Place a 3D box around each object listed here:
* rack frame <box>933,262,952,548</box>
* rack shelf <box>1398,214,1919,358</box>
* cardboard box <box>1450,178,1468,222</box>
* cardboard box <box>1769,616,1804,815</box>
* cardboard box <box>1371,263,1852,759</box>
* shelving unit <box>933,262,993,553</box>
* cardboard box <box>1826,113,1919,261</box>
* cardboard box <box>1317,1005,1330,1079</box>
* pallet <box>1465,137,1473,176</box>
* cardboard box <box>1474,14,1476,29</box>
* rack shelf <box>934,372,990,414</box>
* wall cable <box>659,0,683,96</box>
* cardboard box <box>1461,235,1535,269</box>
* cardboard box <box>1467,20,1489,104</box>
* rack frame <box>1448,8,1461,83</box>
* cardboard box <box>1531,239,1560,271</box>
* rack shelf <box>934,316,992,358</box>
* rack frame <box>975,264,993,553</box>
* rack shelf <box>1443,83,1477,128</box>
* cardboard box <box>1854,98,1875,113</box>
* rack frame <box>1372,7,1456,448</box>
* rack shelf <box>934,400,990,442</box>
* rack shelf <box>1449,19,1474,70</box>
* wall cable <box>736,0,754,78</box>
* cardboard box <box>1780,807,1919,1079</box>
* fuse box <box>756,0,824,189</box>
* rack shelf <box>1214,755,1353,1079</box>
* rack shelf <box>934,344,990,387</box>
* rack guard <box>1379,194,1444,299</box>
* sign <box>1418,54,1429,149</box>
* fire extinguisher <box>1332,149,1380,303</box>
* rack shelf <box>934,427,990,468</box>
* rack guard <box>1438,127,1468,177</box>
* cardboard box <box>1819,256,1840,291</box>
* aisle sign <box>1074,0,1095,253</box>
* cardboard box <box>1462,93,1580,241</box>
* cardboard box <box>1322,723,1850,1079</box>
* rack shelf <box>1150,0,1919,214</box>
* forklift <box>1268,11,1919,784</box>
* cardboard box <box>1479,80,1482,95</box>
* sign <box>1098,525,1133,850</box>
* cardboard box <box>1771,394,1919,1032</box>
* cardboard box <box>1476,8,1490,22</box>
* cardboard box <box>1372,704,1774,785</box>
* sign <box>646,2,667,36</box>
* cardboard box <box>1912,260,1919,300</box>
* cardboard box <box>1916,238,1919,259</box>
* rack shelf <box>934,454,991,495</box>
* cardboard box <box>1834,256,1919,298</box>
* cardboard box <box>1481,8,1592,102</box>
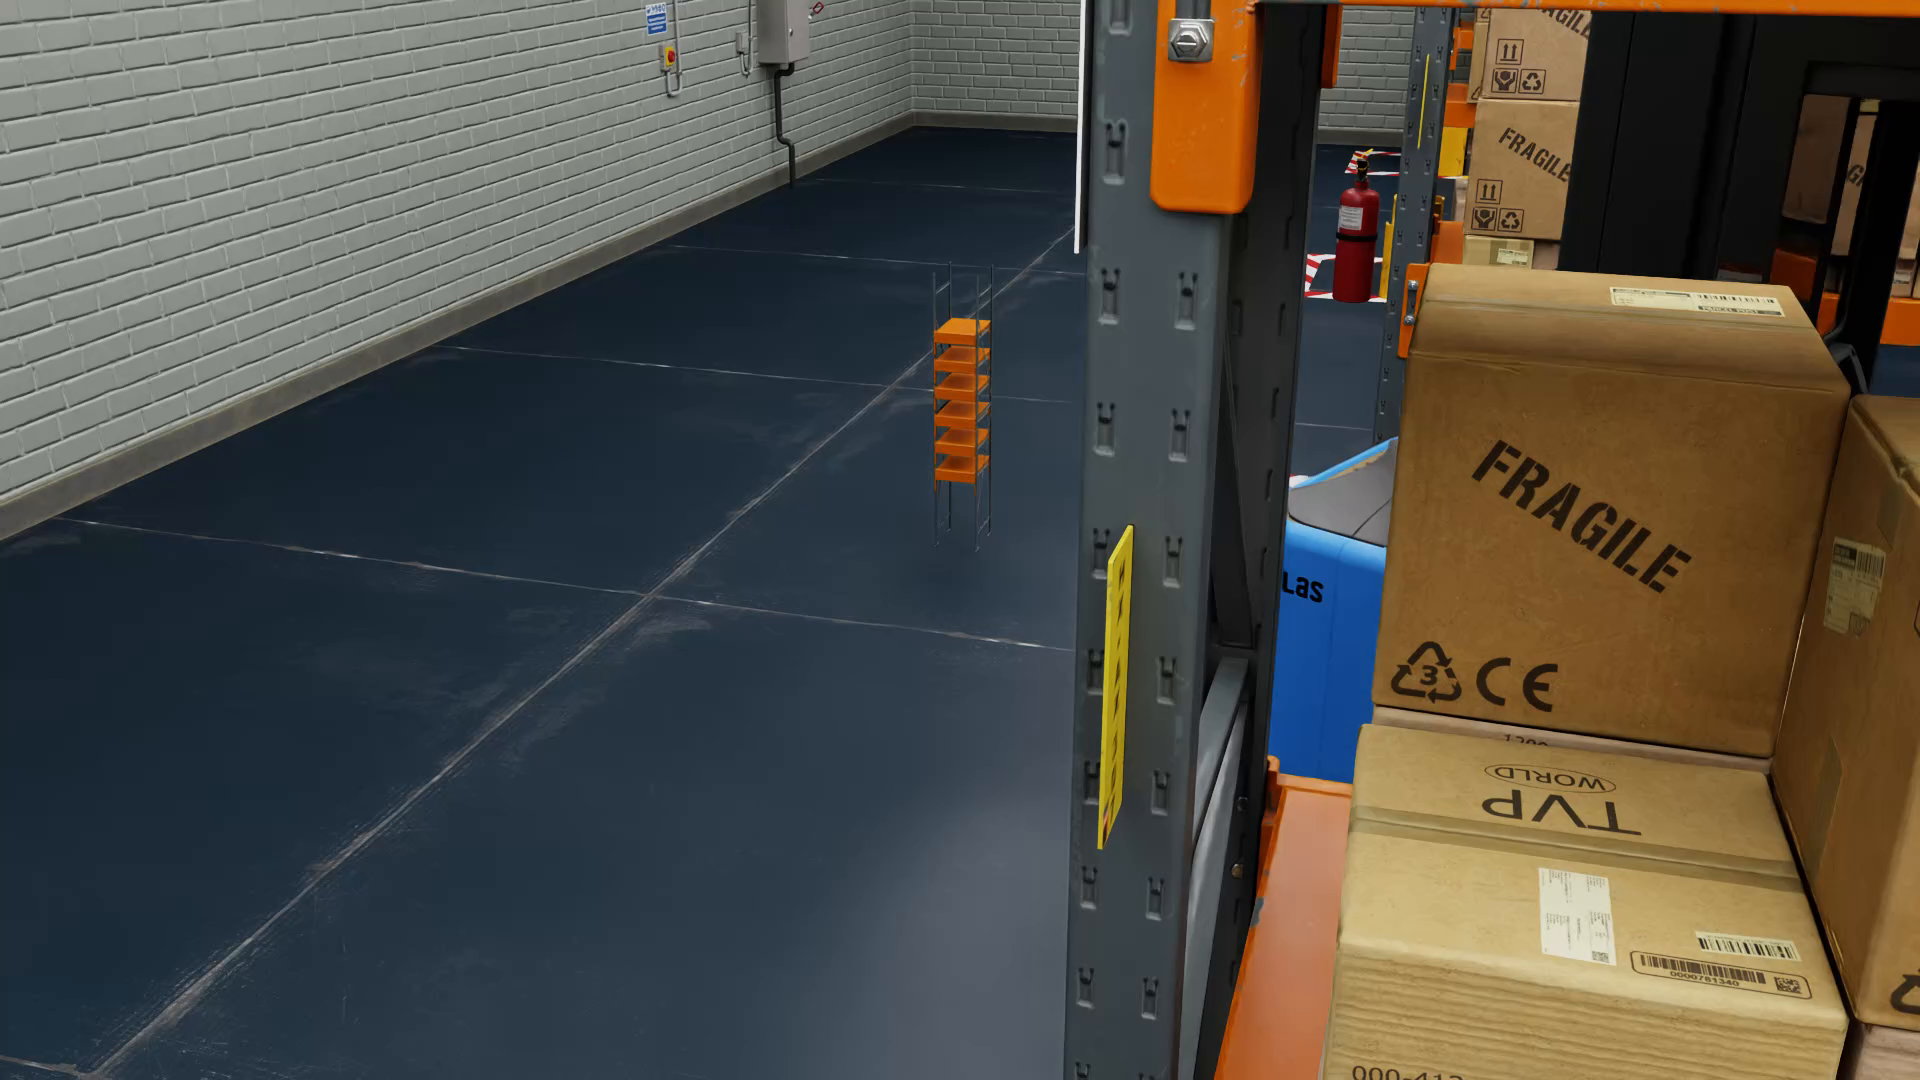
[{"bbox_3d":[-0.074,-0.564,7.063,0.006,1.200,0.240,7,23,16],"label":"rack frame"},{"bbox_3d":[3.769,-0.850,6.337,4.000,0.370,1.077,7,23,16],"label":"rack shelf"},{"bbox_3d":[3.848,-2.184,11.465,0.875,0.438,0.875,6,23,14],"label":"cardboard box"},{"bbox_3d":[1.351,0.333,2.310,0.500,0.250,0.500,6,23,15],"label":"cardboard box"},{"bbox_3d":[0.867,-0.068,2.301,0.500,0.500,0.500,7,23,16],"label":"cardboard box"},{"bbox_3d":[0.014,-0.554,7.038,0.189,1.200,0.258,7,23,16],"label":"shelving unit"},{"bbox_3d":[3.189,-1.328,6.032,0.500,0.500,0.500,7,23,16],"label":"cardboard box"},{"bbox_3d":[0.569,0.664,2.029,0.250,0.149,0.380,7,23,16],"label":"cardboard box"},{"bbox_3d":[5.454,-3.630,15.841,1.213,0.211,1.003,7,23,16],"label":"pallet"},{"bbox_3d":[4.853,-4.763,15.261,0.250,0.149,0.380,6,23,15],"label":"cardboard box"},{"bbox_3d":[0.014,-0.623,7.010,0.180,0.103,0.258,7,23,16],"label":"rack shelf"},{"bbox_3d":[-2.218,-4.306,12.434,0.123,1.953,0.585,7,23,16],"label":"wall cable"},{"bbox_3d":[2.070,-1.131,6.406,0.250,0.149,0.380,6,23,15],"label":"cardboard box"},{"bbox_3d":[3.564,-3.101,10.745,0.500,0.500,0.500,6,23,15],"label":"cardboard box"},{"bbox_3d":[4.618,-5.015,15.544,0.127,3.000,1.000,7,23,16],"label":"rack frame"},{"bbox_3d":[2.325,-1.118,6.374,0.250,0.149,0.380,7,23,17],"label":"cardboard box"},{"bbox_3d":[0.014,-0.845,6.919,0.180,0.103,0.258,7,23,16],"label":"rack shelf"},{"bbox_3d":[0.101,-0.543,7.014,0.006,1.200,0.240,7,23,16],"label":"rack frame"},{"bbox_3d":[5.102,-2.659,10.749,4.000,0.370,1.077,7,23,16],"label":"rack shelf"},{"bbox_3d":[3.184,-1.785,5.827,0.500,0.500,0.500,6,23,14],"label":"cardboard box"},{"bbox_3d":[1.854,-1.402,6.735,0.127,3.000,1.000,7,23,16],"label":"rack frame"},{"bbox_3d":[0.014,-0.512,7.055,0.180,0.103,0.258,7,23,16],"label":"rack shelf"},{"bbox_3d":[6.532,-4.463,15.146,4.000,0.370,1.077,7,23,16],"label":"rack shelf"},{"bbox_3d":[-1.819,-4.808,13.699,0.122,1.984,0.588,7,23,16],"label":"wall cable"},{"bbox_3d":[1.206,0.526,1.840,0.500,0.250,0.500,6,23,15],"label":"cardboard box"},{"bbox_3d":[-1.471,-3.972,14.699,0.414,1.711,0.539,7,23,16],"label":"fuse box"},{"bbox_3d":[2.240,0.941,1.971,4.000,0.370,1.077,7,23,16],"label":"rack shelf"},{"bbox_3d":[0.014,-0.734,6.964,0.180,0.103,0.258,7,23,16],"label":"rack shelf"},{"bbox_3d":[3.164,-2.058,11.627,0.348,0.500,1.175,7,23,16],"label":"rack guard"},{"bbox_3d":[1.698,-1.605,6.090,0.005,0.325,0.100,7,23,16],"label":"sign"},{"bbox_3d":[1.746,-1.389,7.297,0.183,0.674,0.296,7,23,16],"label":"fire extinguisher"},{"bbox_3d":[0.014,-0.401,7.101,0.180,0.103,0.258,7,23,16],"label":"rack shelf"},{"bbox_3d":[4.690,-3.850,15.998,0.348,0.500,1.175,7,23,16],"label":"rack guard"},{"bbox_3d":[3.108,-1.052,6.213,0.250,0.149,0.380,6,23,15],"label":"cardboard box"},{"bbox_3d":[0.169,-0.712,1.629,0.004,0.787,0.394,7,23,16],"label":"aisle sign"},{"bbox_3d":[2.204,-1.436,6.295,0.500,0.500,0.500,8,24,18],"label":"cardboard box"},{"bbox_3d":[0.706,0.472,1.973,0.500,0.250,0.500,6,23,14],"label":"cardboard box"},{"bbox_3d":[2.240,-0.447,1.402,4.000,0.370,1.077,7,23,16],"label":"rack shelf"},{"bbox_3d":[2.200,-0.205,3.908,3.031,2.935,1.130,19,29,38],"label":"forklift"},{"bbox_3d":[2.359,-1.630,6.767,0.500,0.500,0.500,7,23,17],"label":"cardboard box"},{"bbox_3d":[0.159,0.153,1.699,0.005,0.325,0.100,7,23,16],"label":"sign"},{"bbox_3d":[1.185,0.180,1.697,0.500,0.500,0.500,6,23,14],"label":"cardboard box"},{"bbox_3d":[3.565,-3.564,10.557,0.500,0.500,0.500,6,23,14],"label":"cardboard box"},{"bbox_3d":[0.865,0.278,2.446,0.500,0.250,0.500,6,23,15],"label":"cardboard box"},{"bbox_3d":[-2.290,-3.935,12.555,0.001,0.218,0.327,7,23,16],"label":"sign"},{"bbox_3d":[3.578,-0.979,6.034,0.250,0.149,0.380,7,23,17],"label":"cardboard box"},{"bbox_3d":[3.679,-1.275,5.902,0.500,0.500,0.500,6,23,14],"label":"cardboard box"},{"bbox_3d":[0.014,-0.290,7.146,0.180,0.103,0.258,7,23,16],"label":"rack shelf"},{"bbox_3d":[3.336,-1.015,6.122,0.250,0.149,0.380,6,23,14],"label":"cardboard box"},{"bbox_3d":[2.207,-1.903,6.115,0.500,0.500,0.500,6,23,15],"label":"cardboard box"}]
